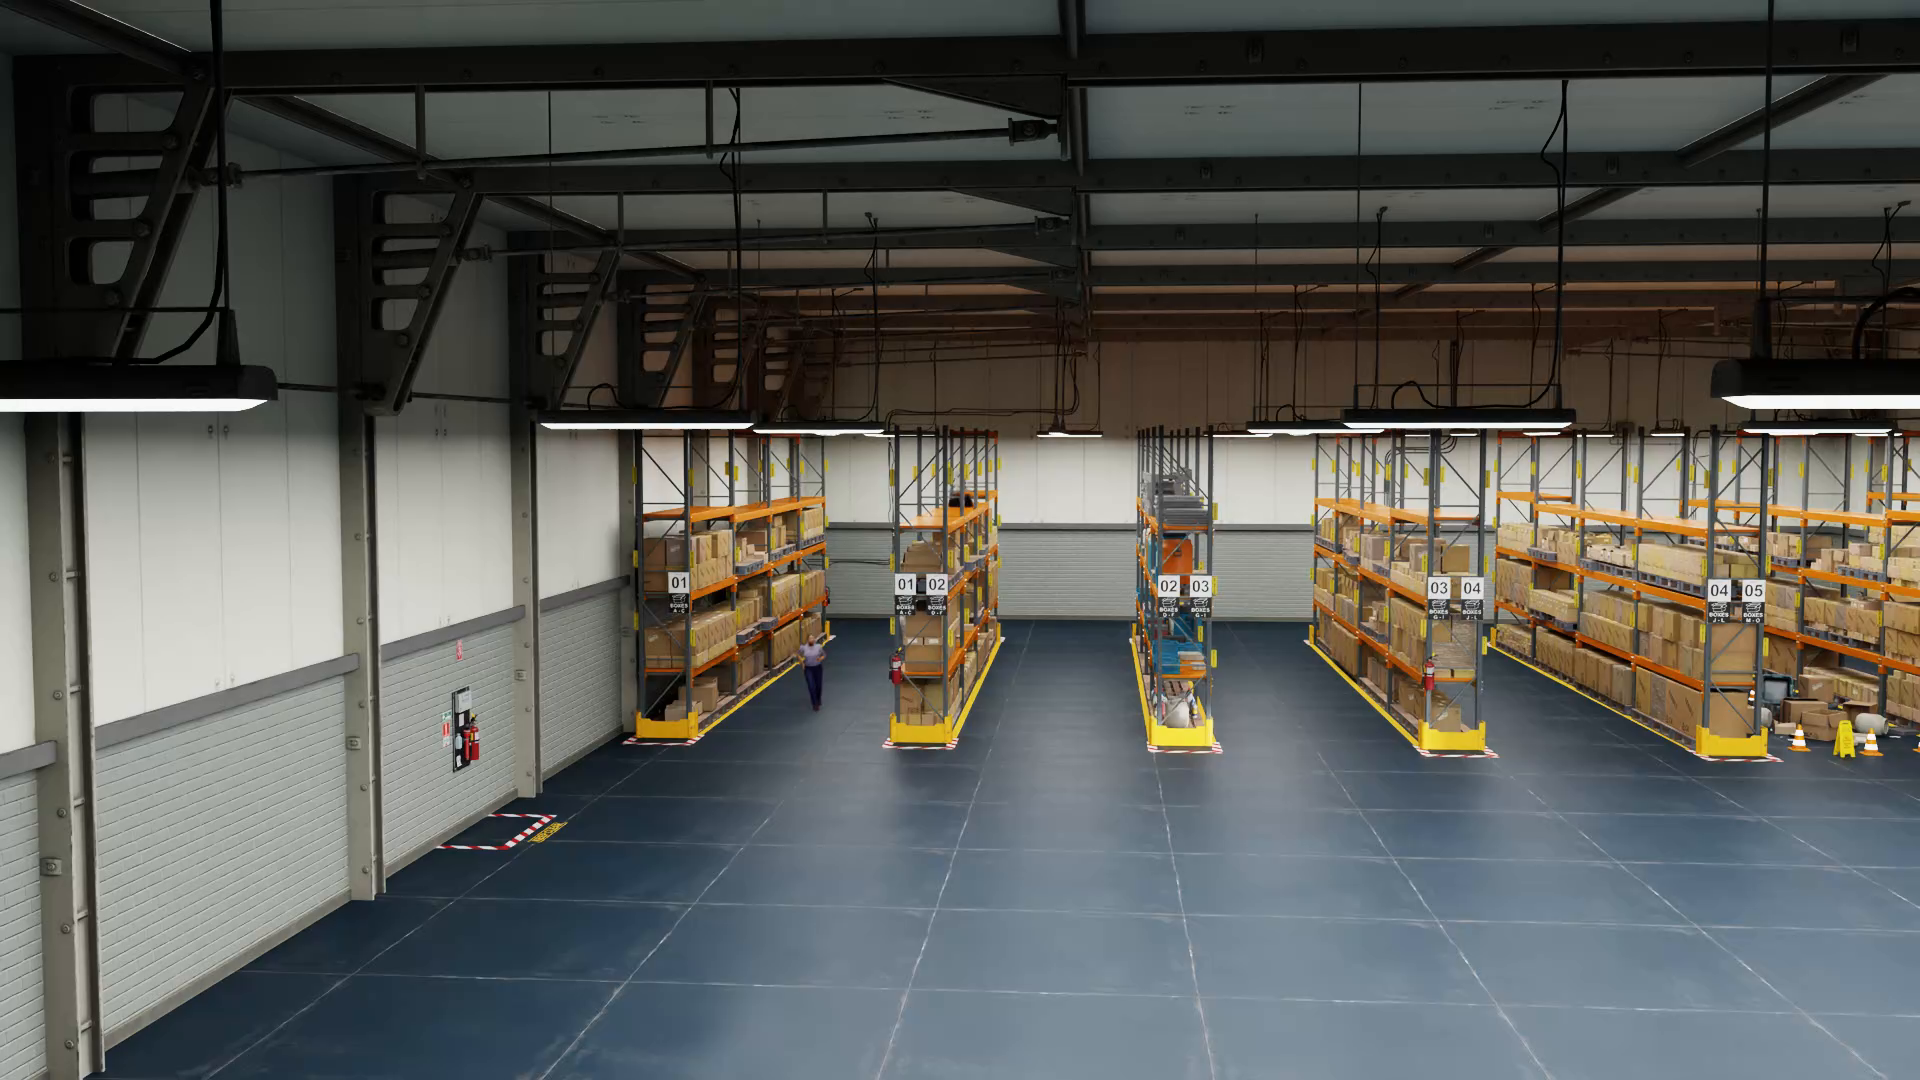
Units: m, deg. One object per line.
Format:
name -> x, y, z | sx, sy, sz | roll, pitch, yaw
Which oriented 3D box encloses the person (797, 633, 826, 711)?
person -> -3.132, 2.774, 35.263 | 0.597, 1.617, 0.863 | -1, 4, -16
